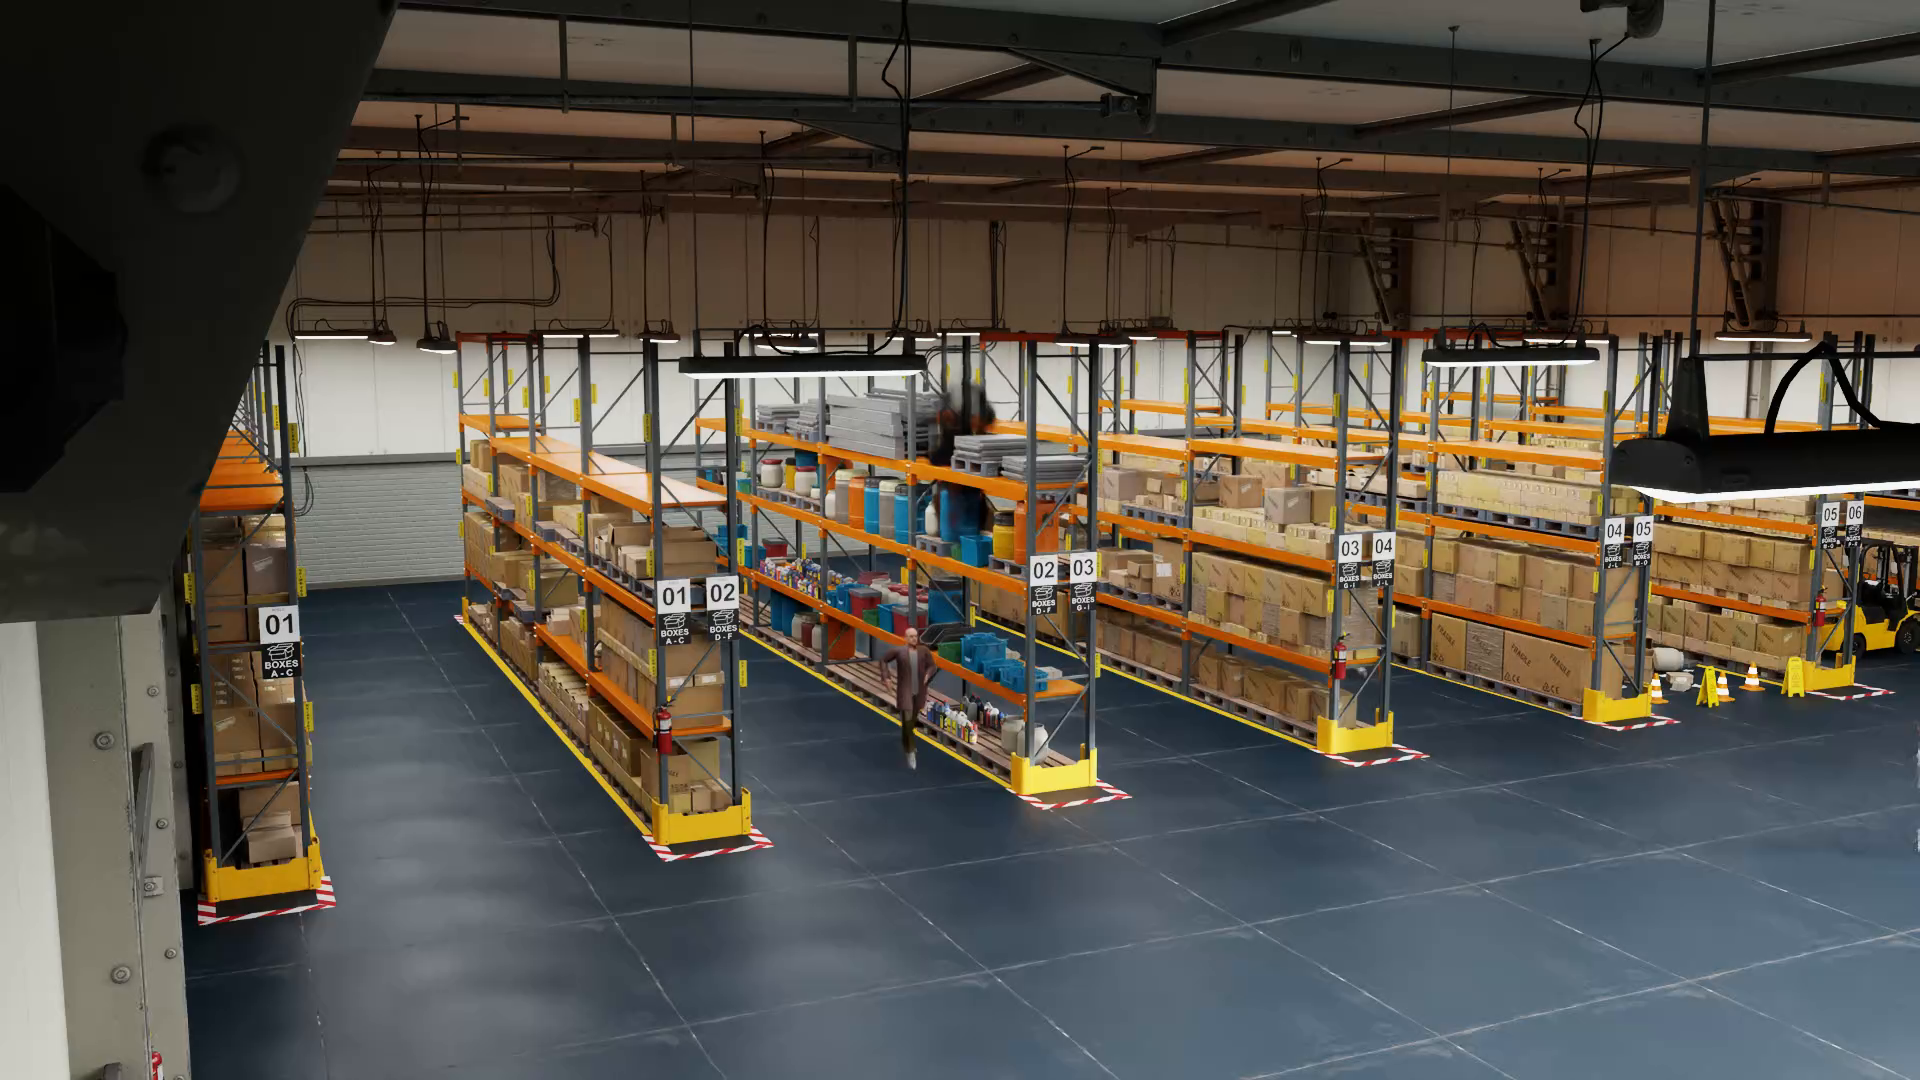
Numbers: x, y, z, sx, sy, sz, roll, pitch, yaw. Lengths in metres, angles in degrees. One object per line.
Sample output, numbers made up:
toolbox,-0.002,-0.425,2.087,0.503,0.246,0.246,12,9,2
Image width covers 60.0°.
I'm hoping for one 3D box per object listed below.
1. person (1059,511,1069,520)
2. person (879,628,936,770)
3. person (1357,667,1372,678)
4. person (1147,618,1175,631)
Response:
person,2.363,-0.032,40.734,0.706,1.764,0.924,7,10,42
person,-0.687,2.137,22.779,0.737,1.894,0.770,-3,8,-23
person,6.946,1.468,29.287,0.663,1.776,1.004,-4,9,-27
person,4.000,1.053,32.925,0.565,1.703,0.813,-5,9,-31
